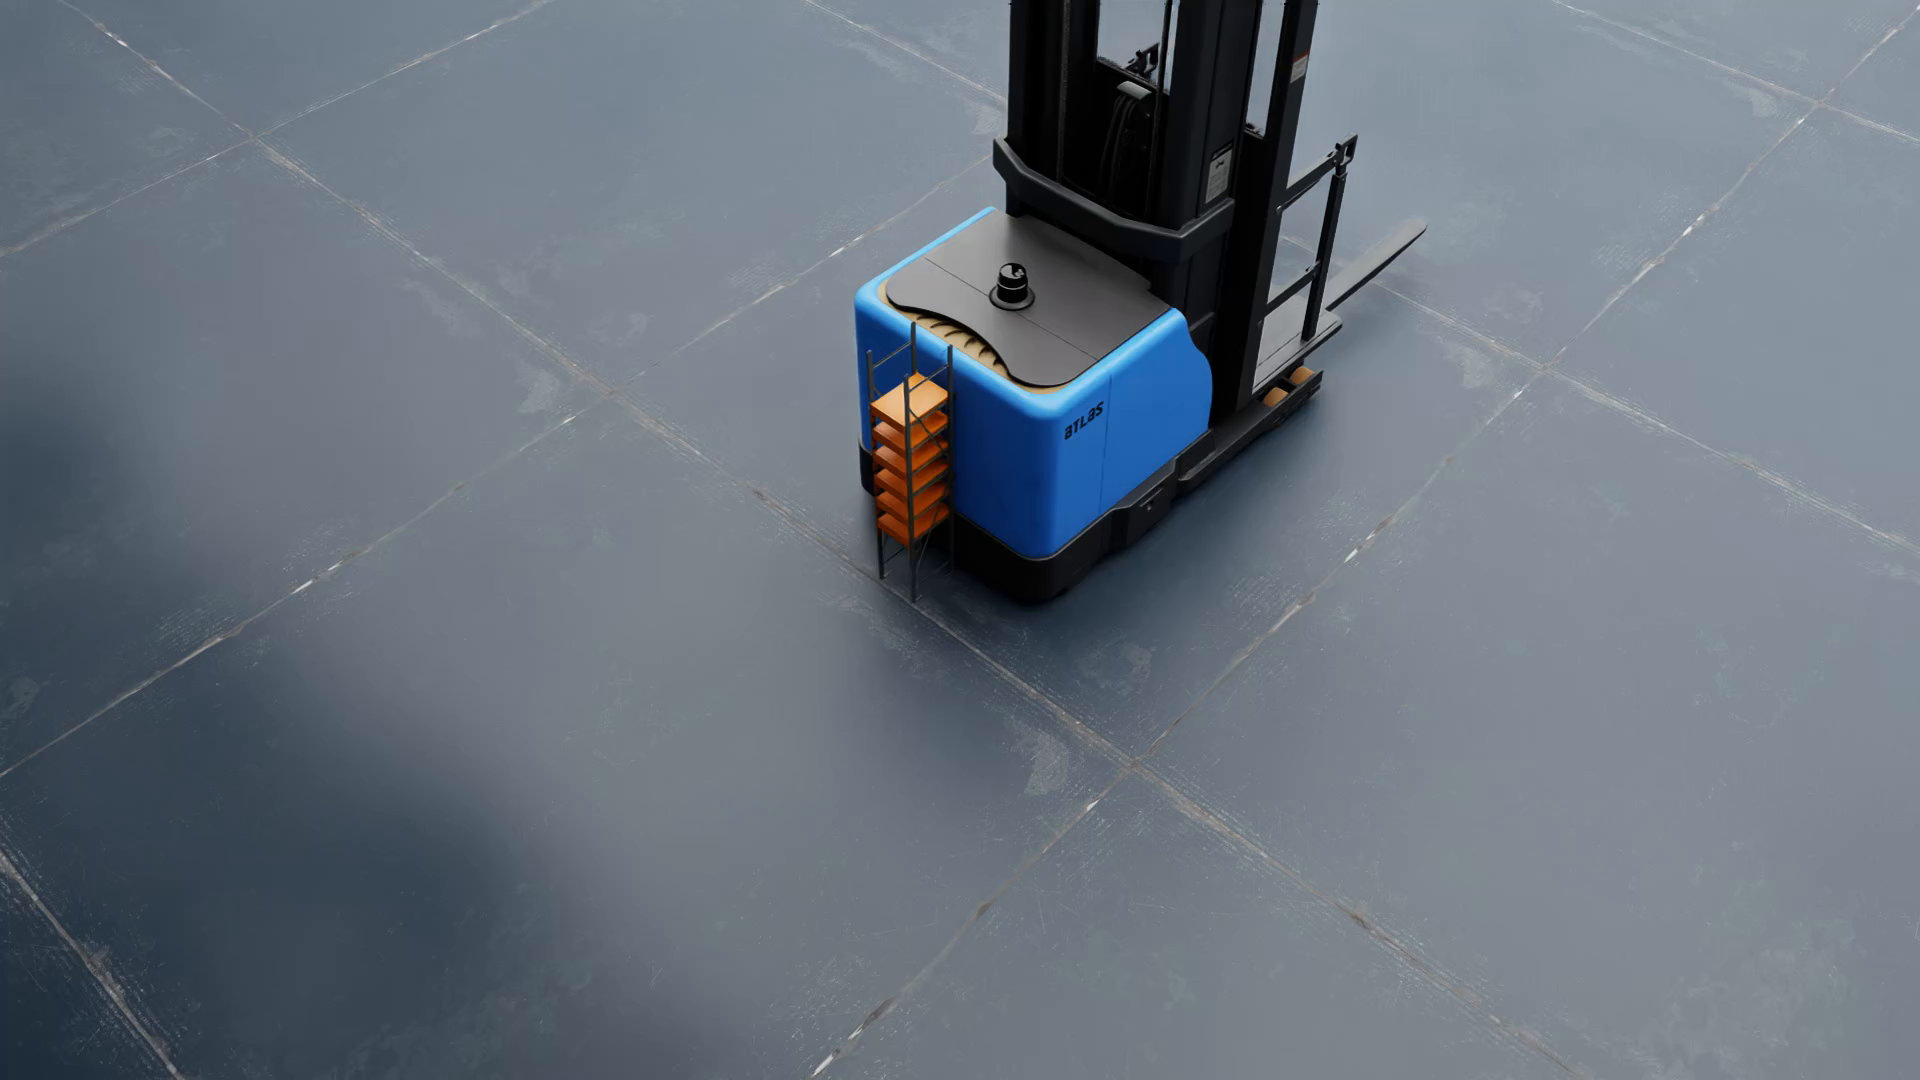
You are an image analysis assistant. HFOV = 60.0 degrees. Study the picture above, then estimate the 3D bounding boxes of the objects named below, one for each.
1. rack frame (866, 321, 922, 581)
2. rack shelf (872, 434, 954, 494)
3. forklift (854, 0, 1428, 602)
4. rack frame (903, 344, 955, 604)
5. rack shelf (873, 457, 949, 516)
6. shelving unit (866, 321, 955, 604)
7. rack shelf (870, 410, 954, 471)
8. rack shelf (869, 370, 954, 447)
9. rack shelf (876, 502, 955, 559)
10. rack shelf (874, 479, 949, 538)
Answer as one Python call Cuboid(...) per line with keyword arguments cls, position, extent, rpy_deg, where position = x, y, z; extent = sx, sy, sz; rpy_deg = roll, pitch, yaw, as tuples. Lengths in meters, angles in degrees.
Cuboid(cls="rack frame", position=(-0.242, -0.310, 6.326), extent=(0.006, 1.200, 0.240), rpy_deg=(35, 56, 28))
Cuboid(cls="rack shelf", position=(-0.176, -0.316, 6.227), extent=(0.180, 0.103, 0.258), rpy_deg=(35, 56, 28))
Cuboid(cls="forklift", position=(0.963, -1.741, 6.483), extent=(1.130, 2.935, 3.031), rpy_deg=(35, 56, 28))
Cuboid(cls="rack frame", position=(-0.109, -0.218, 6.239), extent=(0.006, 1.200, 0.240), rpy_deg=(35, 56, 28))
Cuboid(cls="rack shelf", position=(-0.175, -0.234, 6.315), extent=(0.180, 0.103, 0.258), rpy_deg=(35, 56, 28))
Cuboid(cls="shelving unit", position=(-0.175, -0.264, 6.283), extent=(0.189, 1.200, 0.258), rpy_deg=(35, 56, 28))
Cuboid(cls="rack shelf", position=(-0.176, -0.397, 6.140), extent=(0.180, 0.103, 0.258), rpy_deg=(35, 56, 28))
Cuboid(cls="rack shelf", position=(-0.176, -0.479, 6.052), extent=(0.180, 0.103, 0.258), rpy_deg=(35, 56, 28))
Cuboid(cls="rack shelf", position=(-0.174, -0.070, 6.491), extent=(0.180, 0.103, 0.258), rpy_deg=(35, 56, 28))
Cuboid(cls="rack shelf", position=(-0.175, -0.152, 6.403), extent=(0.180, 0.103, 0.258), rpy_deg=(35, 56, 28))
